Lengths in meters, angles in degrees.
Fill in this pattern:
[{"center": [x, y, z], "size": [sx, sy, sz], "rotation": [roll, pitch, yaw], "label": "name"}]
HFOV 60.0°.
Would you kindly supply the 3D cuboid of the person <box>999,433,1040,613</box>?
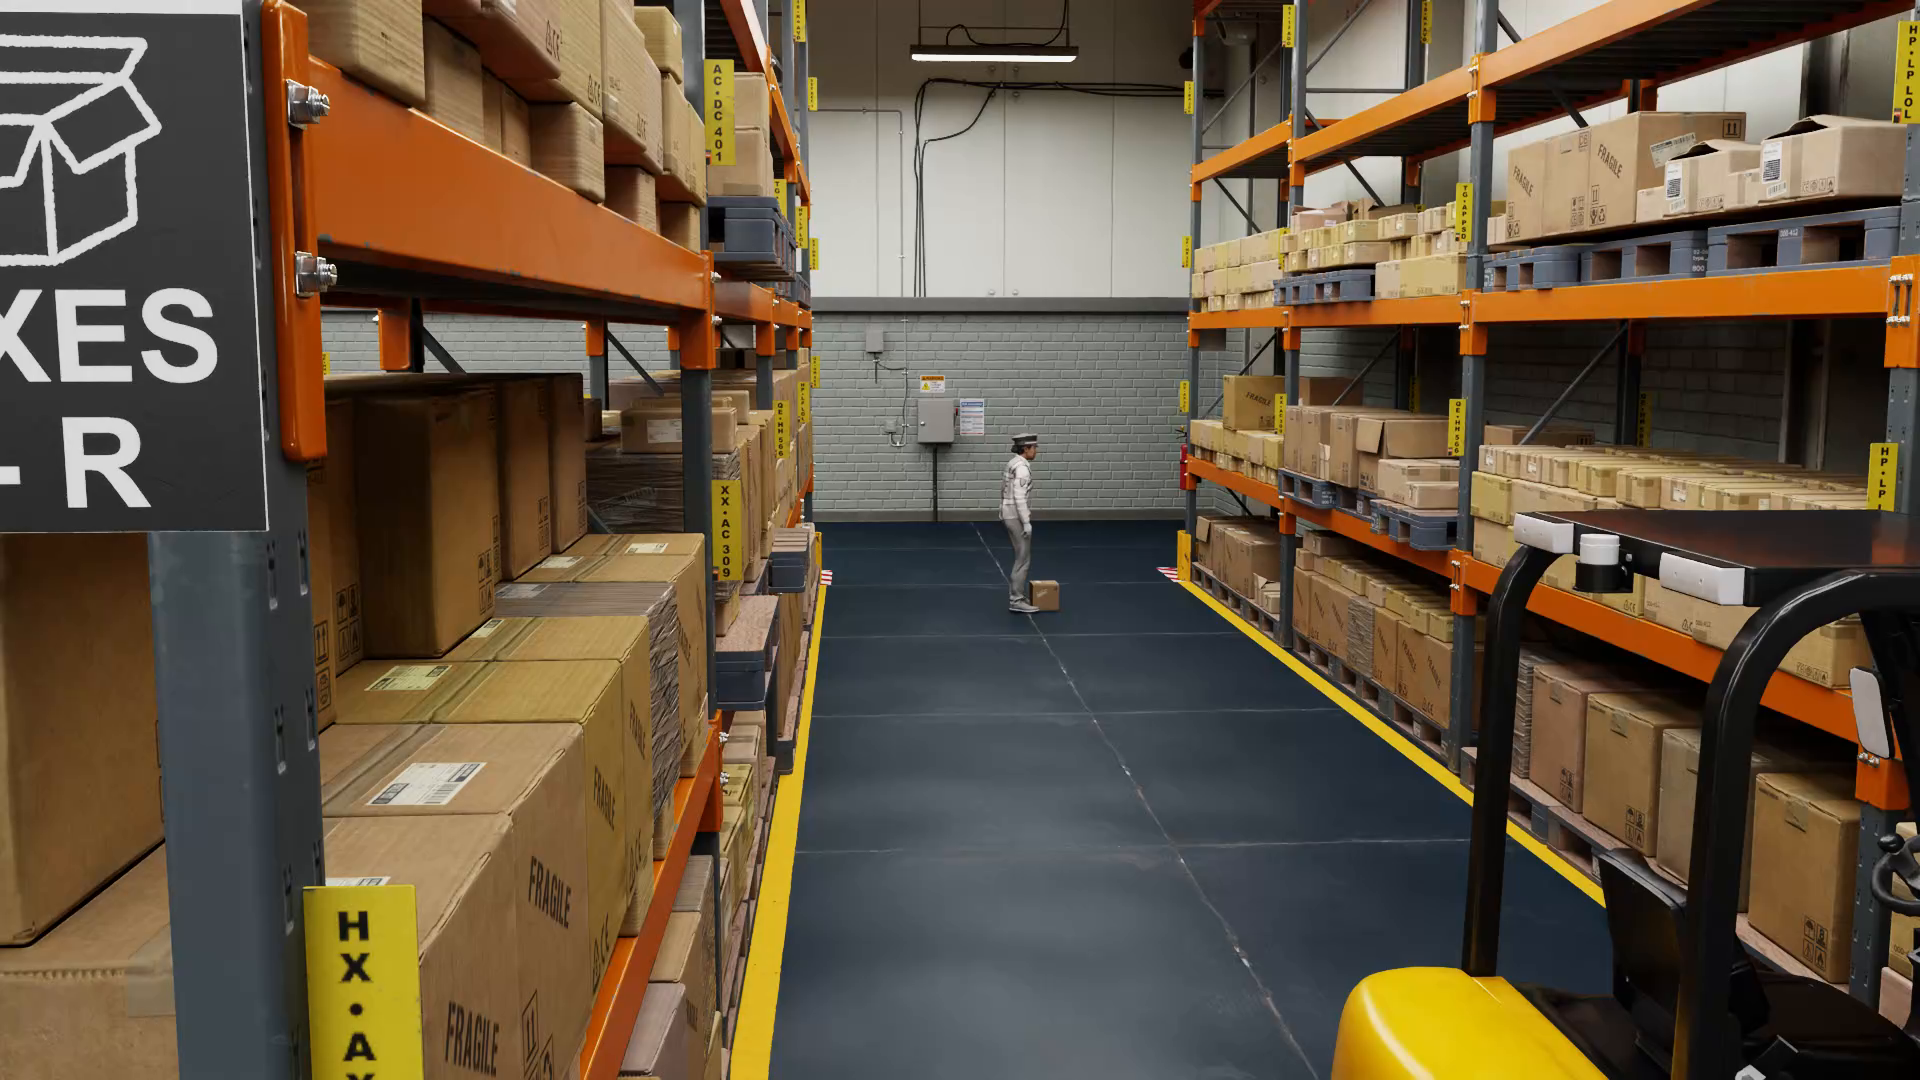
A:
[{"center": [0.577, -0.172, 15.648], "size": [0.405, 1.663, 0.540], "rotation": [-1, 7, -5], "label": "person"}]
